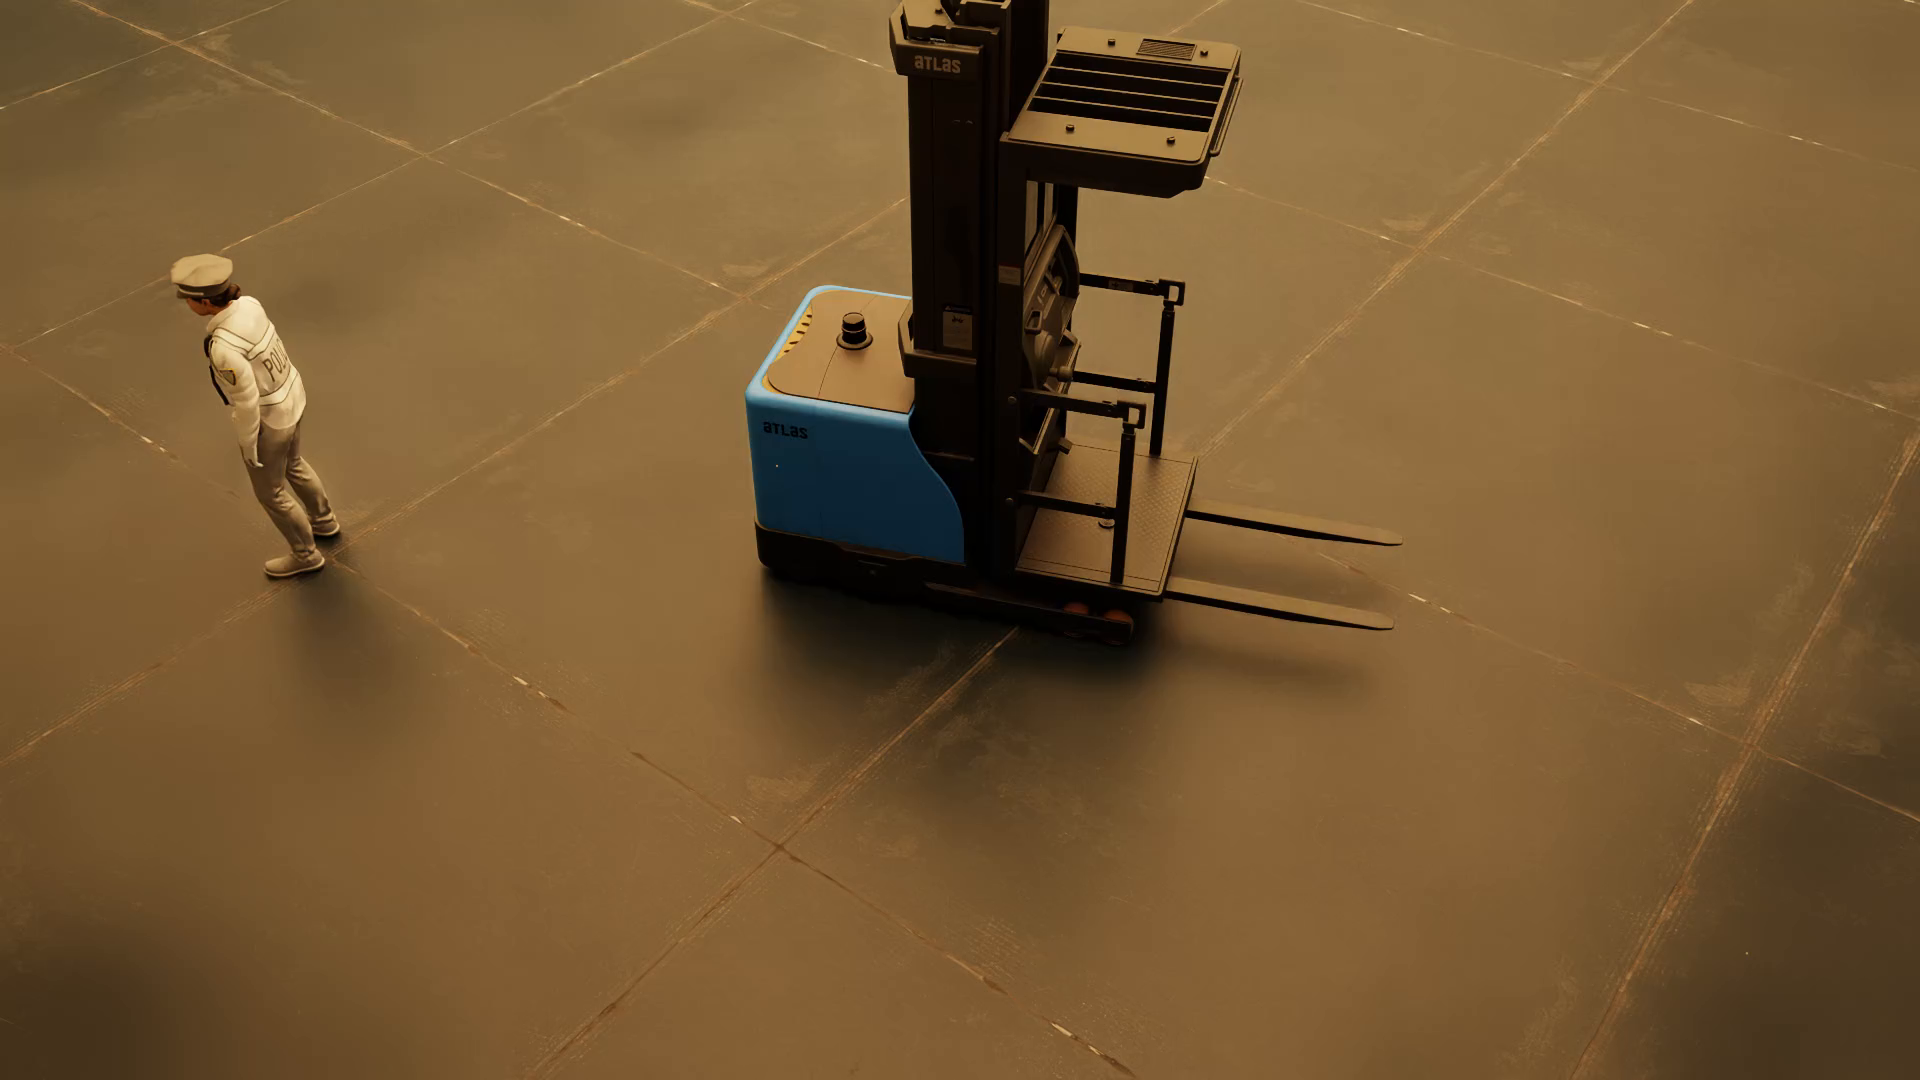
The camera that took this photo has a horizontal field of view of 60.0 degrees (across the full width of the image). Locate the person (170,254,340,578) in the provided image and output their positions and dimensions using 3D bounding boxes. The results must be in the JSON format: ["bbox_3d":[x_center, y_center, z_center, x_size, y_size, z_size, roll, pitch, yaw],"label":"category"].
[{"bbox_3d":[-3.231,-0.568,7.722,0.372,1.664,0.529,-1,40,-1],"label":"person"}]

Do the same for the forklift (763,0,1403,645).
[{"bbox_3d":[0.586,-1.009,7.257,3.031,2.935,1.121,10,41,12],"label":"forklift"}]
